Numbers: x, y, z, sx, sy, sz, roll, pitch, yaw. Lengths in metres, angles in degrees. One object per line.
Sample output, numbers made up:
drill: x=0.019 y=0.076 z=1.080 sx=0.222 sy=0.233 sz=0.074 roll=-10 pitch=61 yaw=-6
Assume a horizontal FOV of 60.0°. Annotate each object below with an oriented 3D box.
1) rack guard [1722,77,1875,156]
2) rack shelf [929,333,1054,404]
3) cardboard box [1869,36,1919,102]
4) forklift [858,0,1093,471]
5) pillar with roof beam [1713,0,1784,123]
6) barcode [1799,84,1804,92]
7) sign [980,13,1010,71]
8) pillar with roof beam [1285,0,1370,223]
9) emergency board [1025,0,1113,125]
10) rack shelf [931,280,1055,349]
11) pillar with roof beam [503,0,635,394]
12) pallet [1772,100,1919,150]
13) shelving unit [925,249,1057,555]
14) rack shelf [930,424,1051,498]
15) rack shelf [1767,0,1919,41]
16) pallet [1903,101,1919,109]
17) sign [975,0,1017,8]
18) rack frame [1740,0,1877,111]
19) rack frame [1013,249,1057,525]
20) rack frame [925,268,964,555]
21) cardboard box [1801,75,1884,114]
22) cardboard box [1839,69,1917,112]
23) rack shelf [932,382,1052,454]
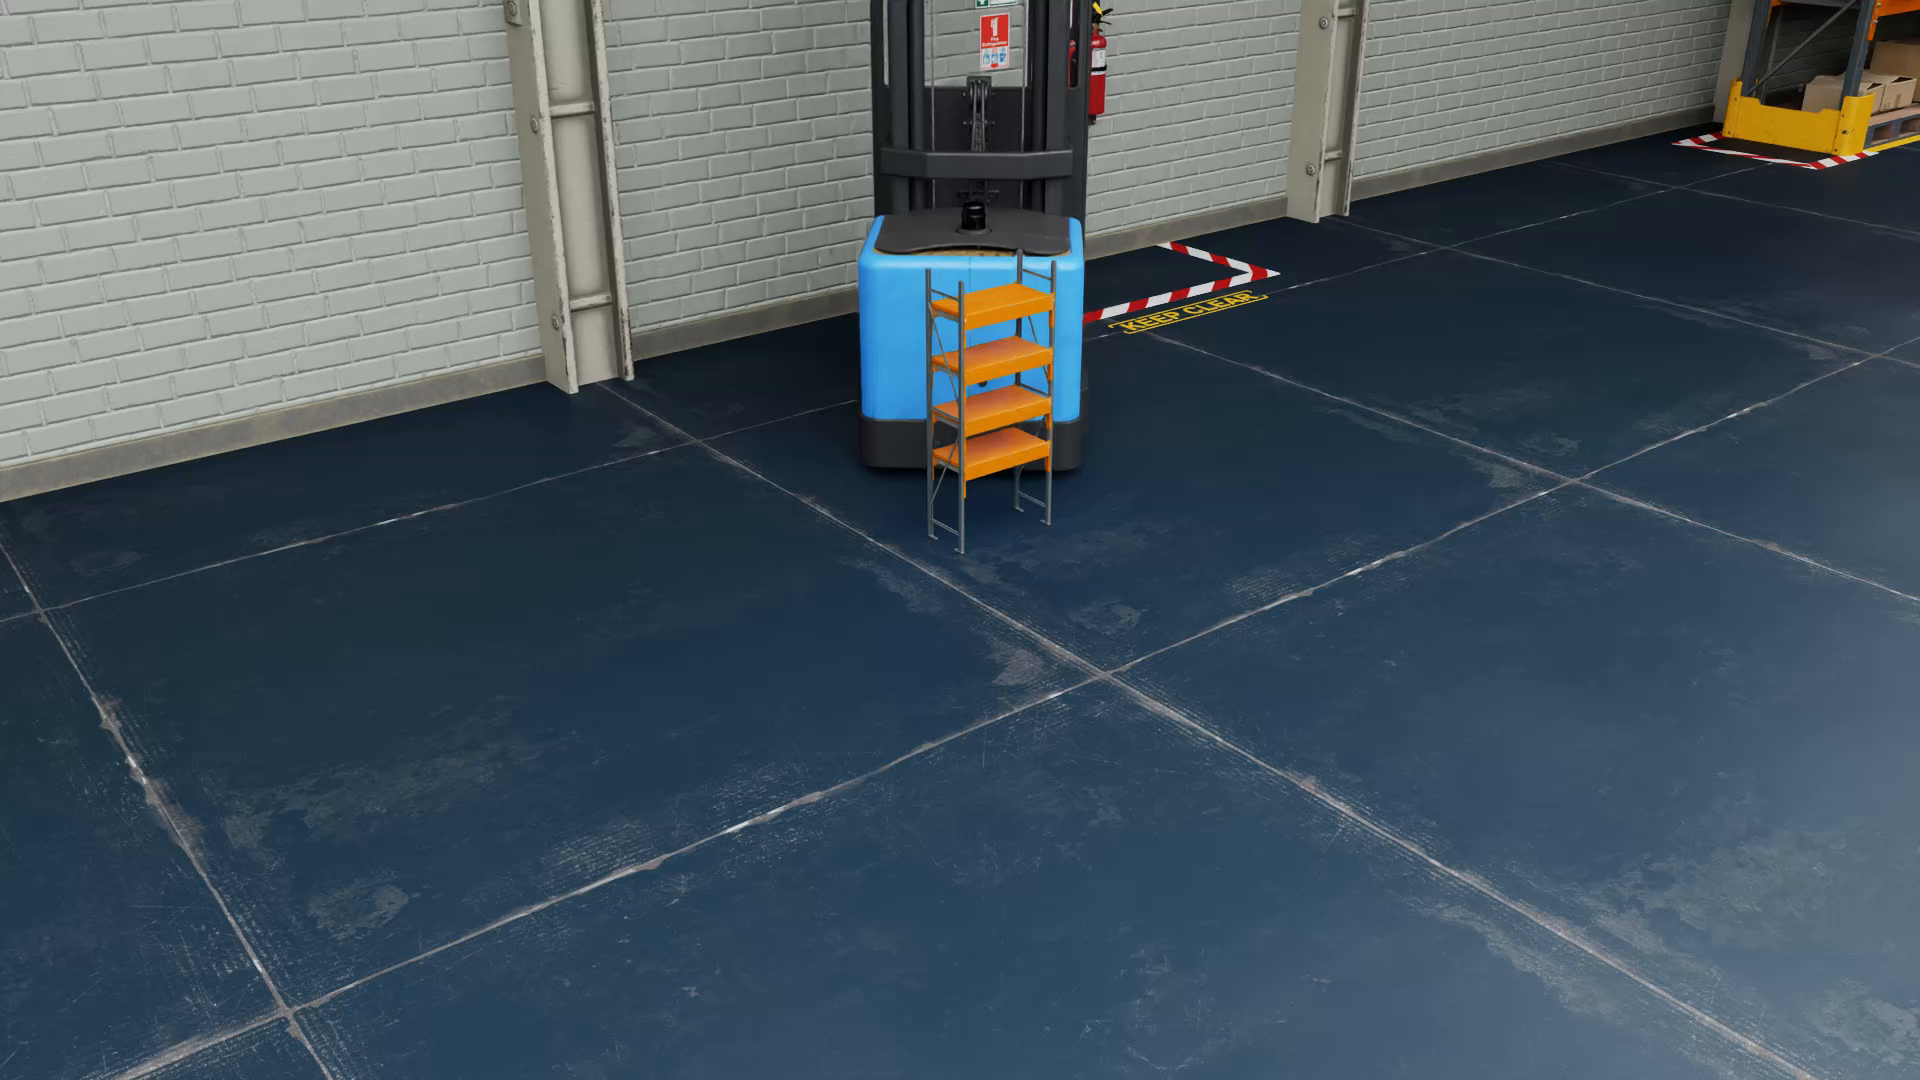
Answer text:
rack guard: x=7.446 y=-3.783 z=14.808 sx=0.348 sy=0.500 sz=1.175 roll=-18 pitch=31 yaw=-34
rack shelf: x=0.130 y=-0.729 z=7.024 sx=0.480 sy=0.148 sz=0.258 roll=-18 pitch=31 yaw=-34
cardboard box: x=9.043 y=-4.435 z=15.690 sx=0.500 sy=0.500 sz=0.700 roll=-21 pitch=32 yaw=-37
forklift: x=0.115 y=-2.232 z=8.578 sx=1.130 sy=2.935 sz=3.031 roll=1 pitch=25 yaw=2
pillar with roof beam: x=10.060 y=-6.661 z=10.912 sx=0.400 sy=9.000 sz=9.100 roll=-18 pitch=31 yaw=-34
barcode: x=7.754 y=-4.168 z=15.329 sx=0.075 sy=0.075 sz=0.001 roll=-18 pitch=31 yaw=-34
sign: x=0.215 y=-3.084 z=10.291 sx=0.234 sy=0.329 sz=0.001 roll=-18 pitch=31 yaw=-34
pillar with roof beam: x=5.338 y=-5.102 z=7.554 sx=0.400 sy=9.000 sz=9.100 roll=-18 pitch=31 yaw=-34
emergency board: x=0.714 y=-3.178 z=10.534 sx=0.643 sy=1.169 sz=0.194 roll=-18 pitch=31 yaw=-34
rack shelf: x=0.130 y=-0.944 z=6.925 sx=0.480 sy=0.148 sz=0.258 roll=-18 pitch=31 yaw=-34
pillar with roof beam: x=0.617 y=-3.544 z=4.196 sx=0.400 sy=9.000 sz=9.100 roll=-18 pitch=31 yaw=-34
pallet: x=8.107 y=-3.851 z=15.298 sx=1.213 sy=0.211 sz=1.003 roll=-18 pitch=31 yaw=-34
shelving unit: x=0.130 y=-0.587 z=7.090 sx=0.503 sy=1.200 sz=0.258 roll=-18 pitch=31 yaw=-34
rack shelf: x=0.130 y=-0.346 z=7.202 sx=0.480 sy=0.148 sz=0.258 roll=-18 pitch=31 yaw=-34
rack shelf: x=8.960 y=-5.090 z=15.510 sx=4.000 sy=0.370 sz=1.077 roll=-18 pitch=31 yaw=-34
pallet: x=9.067 y=-4.167 z=15.977 sx=1.213 sy=0.211 sz=1.003 roll=-18 pitch=31 yaw=-34
sign: x=0.224 y=-3.323 z=10.175 sx=0.331 sy=0.109 sz=0.001 roll=-18 pitch=31 yaw=-34
rack frame: x=7.386 y=-4.897 z=14.239 sx=0.127 sy=3.000 sz=1.000 roll=-18 pitch=31 yaw=-34
rack frame: x=0.322 y=-0.651 z=7.227 sx=0.015 sy=1.200 sz=0.240 roll=-18 pitch=31 yaw=-34
rack frame: x=-0.062 y=-0.524 z=6.953 sx=0.015 sy=1.200 sz=0.240 roll=-18 pitch=31 yaw=-34
cardboard box: x=7.986 y=-4.027 z=15.035 sx=0.500 sy=0.311 sz=0.500 roll=-23 pitch=33 yaw=-40
cardboard box: x=8.435 y=-4.175 z=15.355 sx=0.500 sy=0.311 sz=0.500 roll=-15 pitch=29 yaw=-30
rack shelf: x=0.130 y=-0.526 z=7.118 sx=0.480 sy=0.148 sz=0.258 roll=-18 pitch=31 yaw=-34
